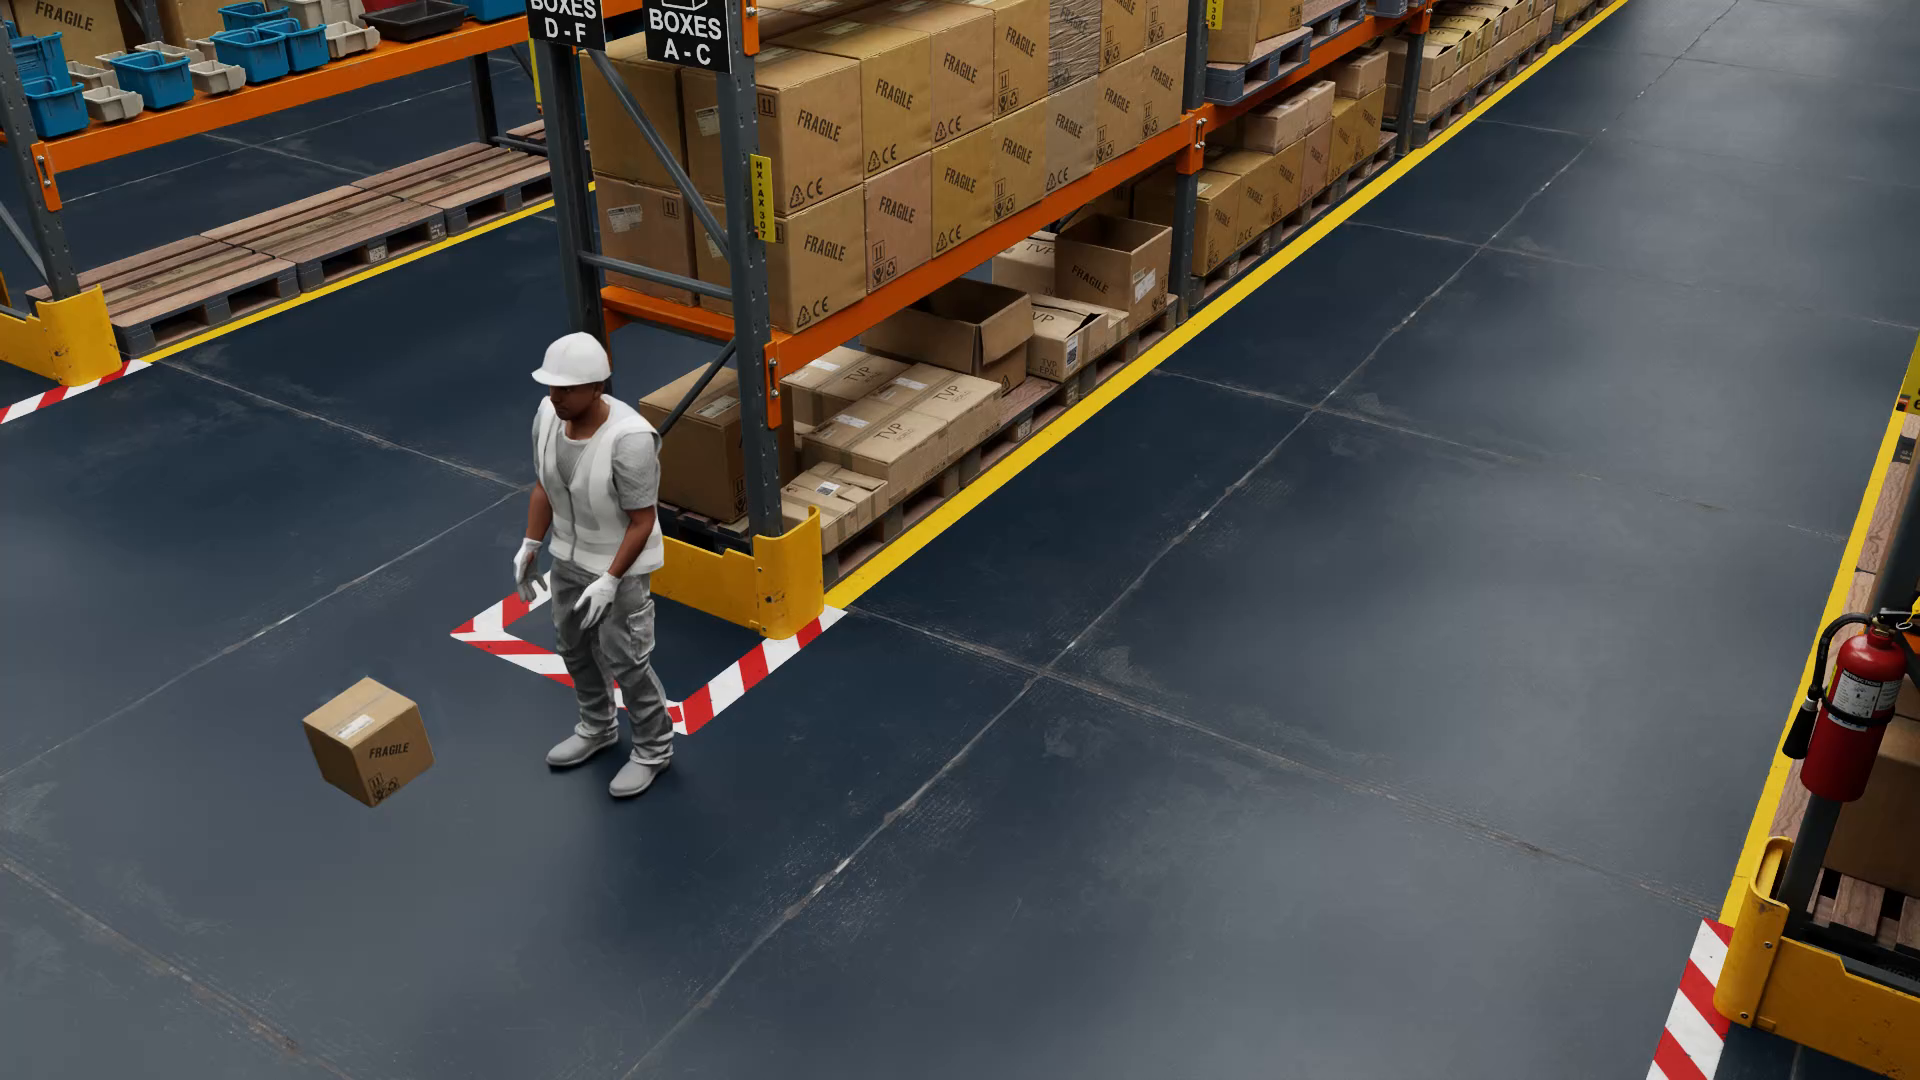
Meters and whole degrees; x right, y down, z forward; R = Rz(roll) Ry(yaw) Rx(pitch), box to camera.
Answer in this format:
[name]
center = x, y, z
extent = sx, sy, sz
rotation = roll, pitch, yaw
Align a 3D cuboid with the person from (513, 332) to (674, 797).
[person]
center = -1.304, 0.100, 5.936
extent = 0.555, 1.787, 0.469
rotation = 20, 36, 31
